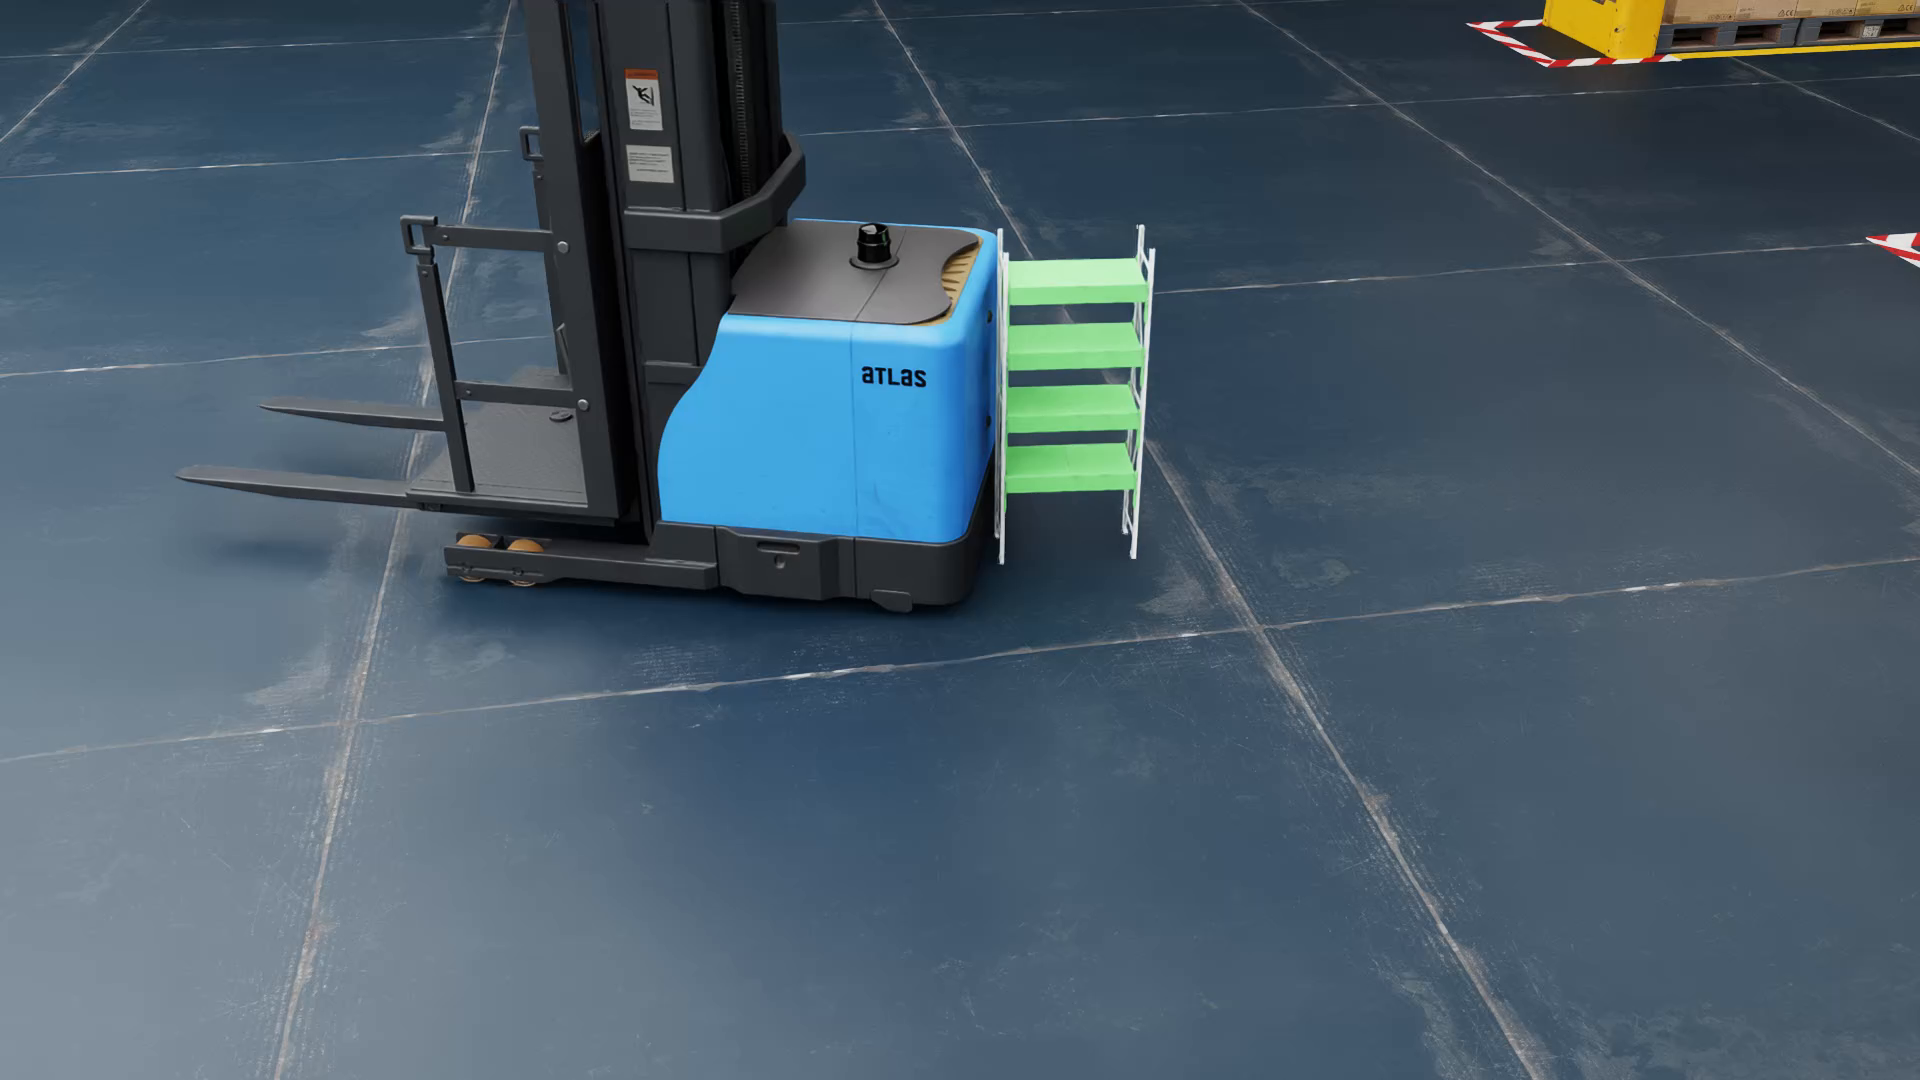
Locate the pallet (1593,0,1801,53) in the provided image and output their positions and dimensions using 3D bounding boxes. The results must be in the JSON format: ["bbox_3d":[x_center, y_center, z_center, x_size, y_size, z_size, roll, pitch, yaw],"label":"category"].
[{"bbox_3d":[5.666,-4.036,12.906,1.213,0.211,1.003,-5,31,-9],"label":"pallet"}]

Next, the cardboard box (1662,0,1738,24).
[{"bbox_3d":[5.489,-4.081,12.530,0.500,0.250,0.500,-5,31,-9],"label":"cardboard box"}]

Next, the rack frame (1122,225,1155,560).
[{"bbox_3d":[0.633,-0.506,5.926,0.015,1.200,0.240,-2,31,-3],"label":"rack frame"}]

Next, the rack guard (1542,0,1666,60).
[{"bbox_3d":[4.898,-4.068,12.675,0.348,0.500,1.175,-5,31,-9],"label":"rack guard"}]

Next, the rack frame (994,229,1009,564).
[{"bbox_3d":[0.146,-0.489,5.897,0.015,1.200,0.240,-2,31,-3],"label":"rack frame"}]

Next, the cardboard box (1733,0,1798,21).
[{"bbox_3d":[5.980,-4.129,12.611,0.500,0.250,0.500,-5,31,-9],"label":"cardboard box"}]

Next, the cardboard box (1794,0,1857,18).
[{"bbox_3d":[6.472,-4.174,12.688,0.500,0.250,0.500,-5,31,-9],"label":"cardboard box"}]

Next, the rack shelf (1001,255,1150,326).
[{"bbox_3d":[0.389,-0.856,5.701,0.480,0.148,0.258,-2,31,-3],"label":"rack shelf"}]

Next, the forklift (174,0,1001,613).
[{"bbox_3d":[-1.394,-1.354,5.662,3.031,2.935,1.130,5,31,8],"label":"forklift"}]

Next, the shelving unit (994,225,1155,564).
[{"bbox_3d":[0.389,-0.497,5.912,0.503,1.200,0.258,-2,31,-3],"label":"shelving unit"}]

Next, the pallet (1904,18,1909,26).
[{"bbox_3d":[8.066,-4.259,13.285,1.213,0.211,1.003,-5,31,-9],"label":"pallet"}]

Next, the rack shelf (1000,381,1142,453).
[{"bbox_3d":[0.389,-0.442,5.944,0.480,0.148,0.258,-2,31,-3],"label":"rack shelf"}]

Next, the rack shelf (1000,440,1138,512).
[{"bbox_3d":[0.389,-0.235,6.066,0.480,0.148,0.258,-2,31,-3],"label":"rack shelf"}]

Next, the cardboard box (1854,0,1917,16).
[{"bbox_3d":[6.965,-4.217,12.762,0.500,0.250,0.500,-5,31,-9],"label":"cardboard box"}]

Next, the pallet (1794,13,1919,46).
[{"bbox_3d":[6.864,-4.146,13.092,1.213,0.211,1.003,-5,31,-9],"label":"pallet"}]

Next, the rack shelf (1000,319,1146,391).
[{"bbox_3d":[0.389,-0.649,5.822,0.480,0.148,0.258,-2,31,-3],"label":"rack shelf"}]

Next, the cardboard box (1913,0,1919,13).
[{"bbox_3d":[7.456,-4.263,12.840,0.500,0.250,0.500,-5,31,-9],"label":"cardboard box"}]
